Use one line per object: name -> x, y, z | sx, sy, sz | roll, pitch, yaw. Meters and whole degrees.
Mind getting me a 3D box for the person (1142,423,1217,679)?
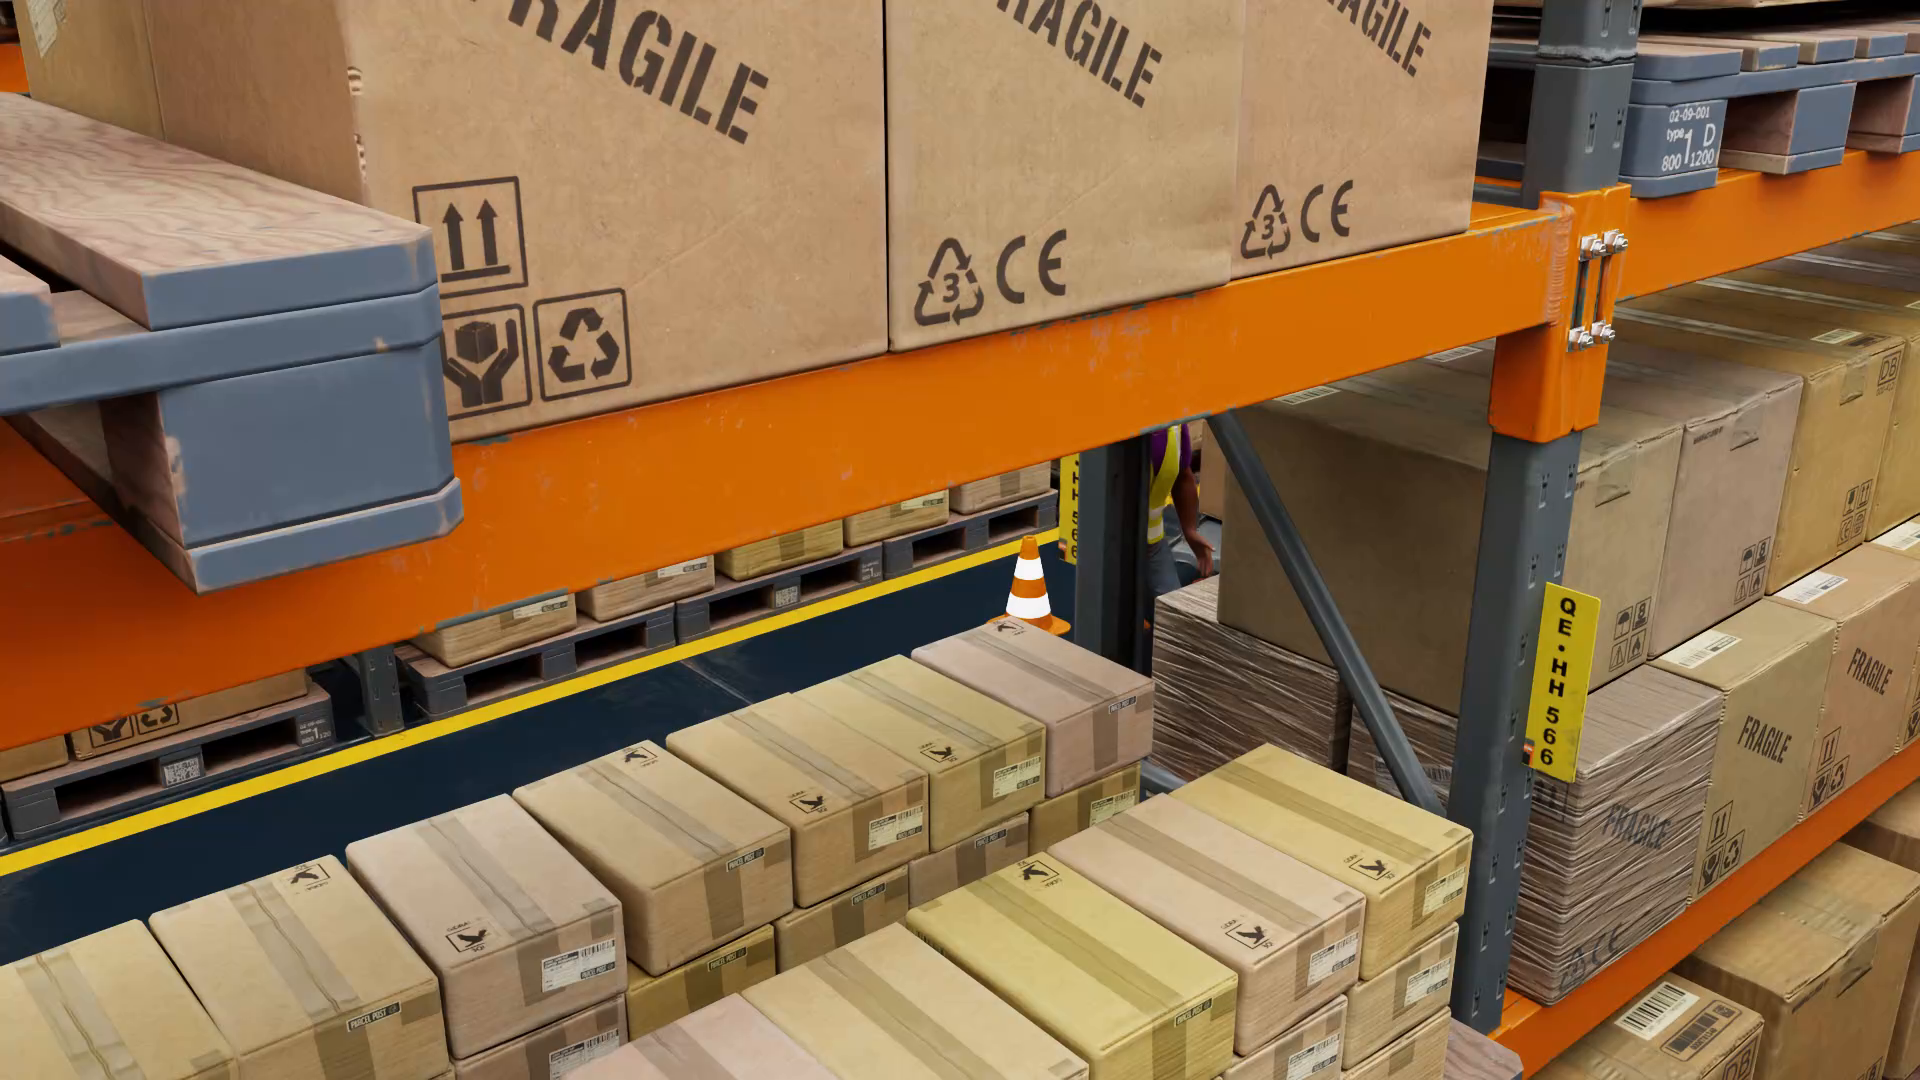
person -> 0.702, 0.027, 6.597 | 0.602, 1.683, 0.508 | -16, 26, -36
